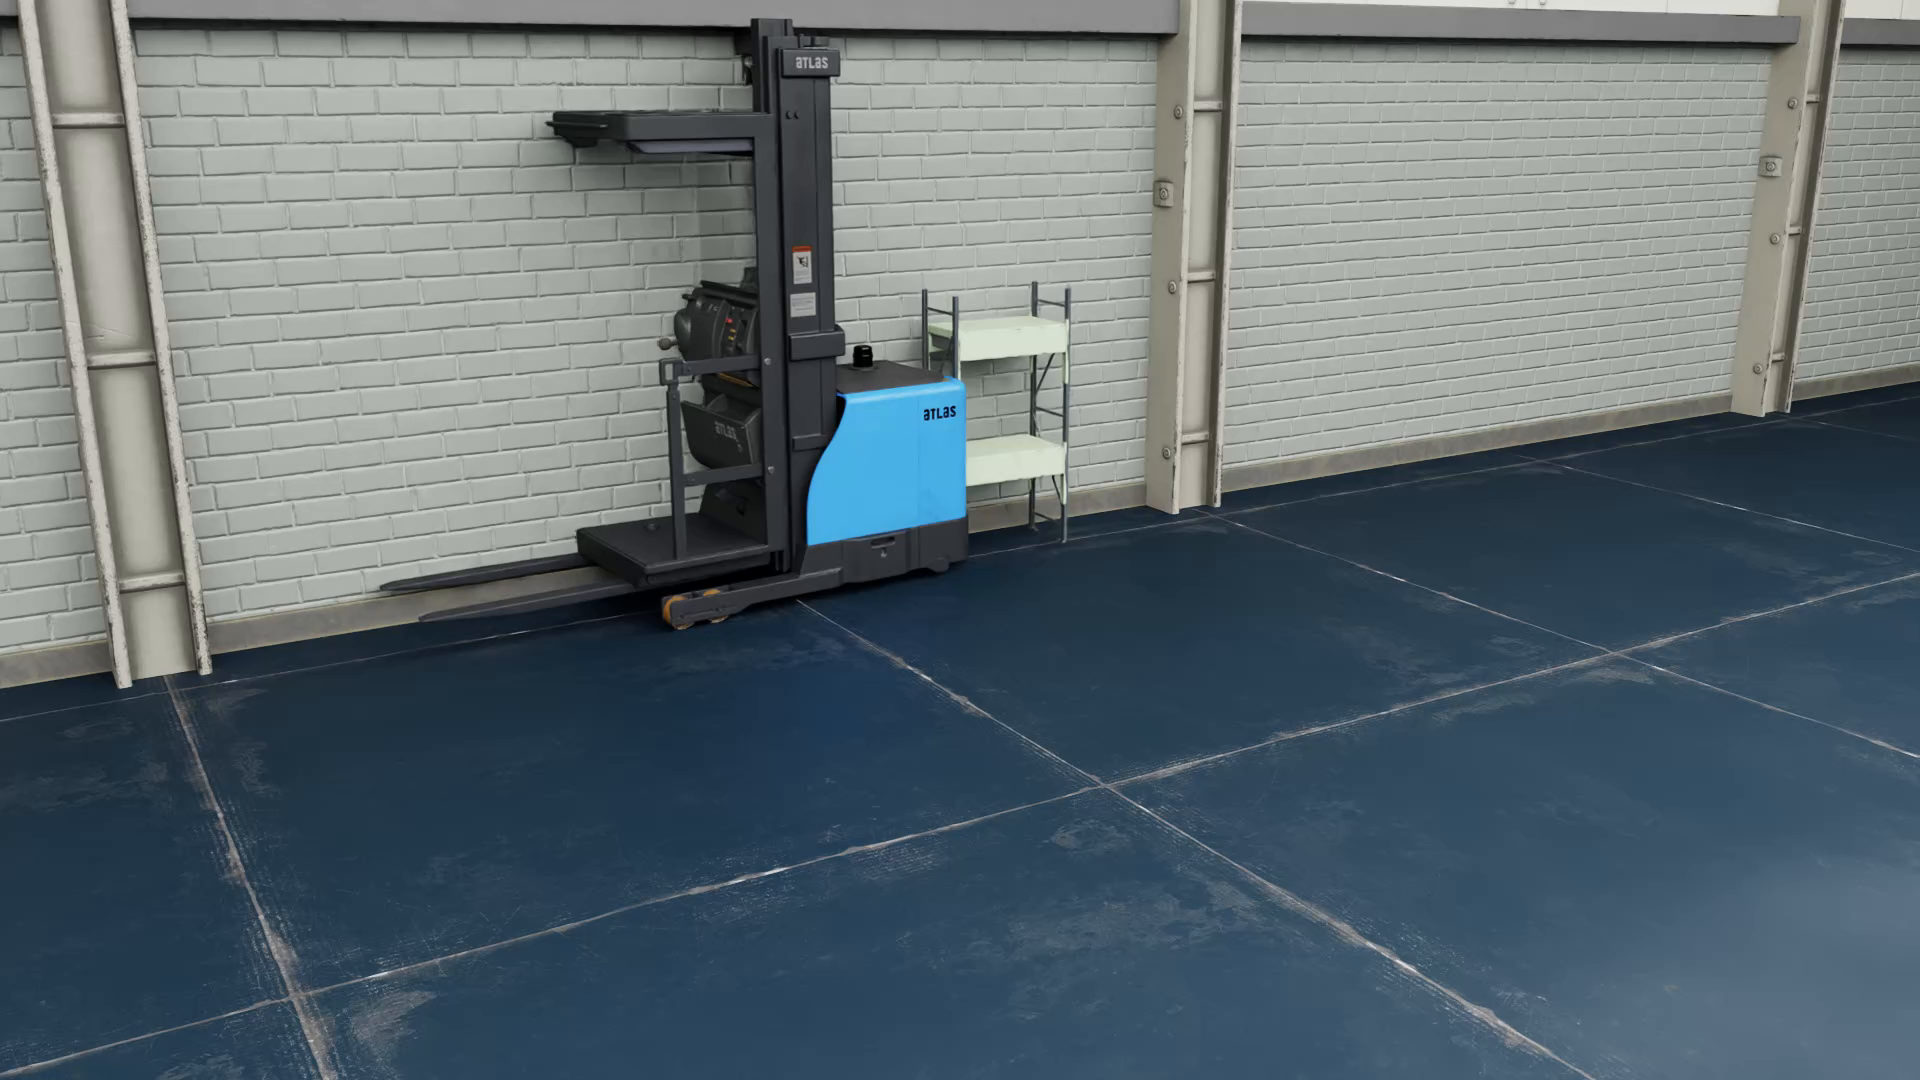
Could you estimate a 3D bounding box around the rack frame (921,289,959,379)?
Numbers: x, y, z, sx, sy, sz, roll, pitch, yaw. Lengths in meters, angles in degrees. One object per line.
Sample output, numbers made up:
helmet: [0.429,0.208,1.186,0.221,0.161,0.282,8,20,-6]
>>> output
rack frame: [-0.113,-0.657,9.476,0.023,1.500,0.400,-9,18,-28]

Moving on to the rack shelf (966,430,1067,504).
rack shelf: [0.207,-0.391,9.735,0.720,0.370,0.431,-9,18,-28]

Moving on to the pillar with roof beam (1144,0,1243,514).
pillar with roof beam: [3.647,-3.562,5.946,0.400,9.000,9.100,-9,18,-30]

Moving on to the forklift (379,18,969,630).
forklift: [-1.453,-1.125,8.494,3.031,2.935,1.130,-11,19,-33]

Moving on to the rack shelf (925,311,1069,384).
rack shelf: [0.207,-1.081,9.542,0.720,0.370,0.431,-9,18,-28]

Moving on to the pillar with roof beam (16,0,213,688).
pillar with roof beam: [-1.496,-2.728,2.970,0.400,9.000,9.100,-9,18,-30]

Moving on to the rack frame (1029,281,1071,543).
rack frame: [0.527,-0.753,9.818,0.023,1.500,0.400,-9,18,-28]

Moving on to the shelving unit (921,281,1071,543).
shelving unit: [0.207,-0.705,9.647,0.755,1.500,0.431,-9,18,-28]

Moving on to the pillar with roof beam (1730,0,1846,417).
pillar with roof beam: [8.791,-4.396,8.921,0.400,9.000,9.100,-9,18,-30]
